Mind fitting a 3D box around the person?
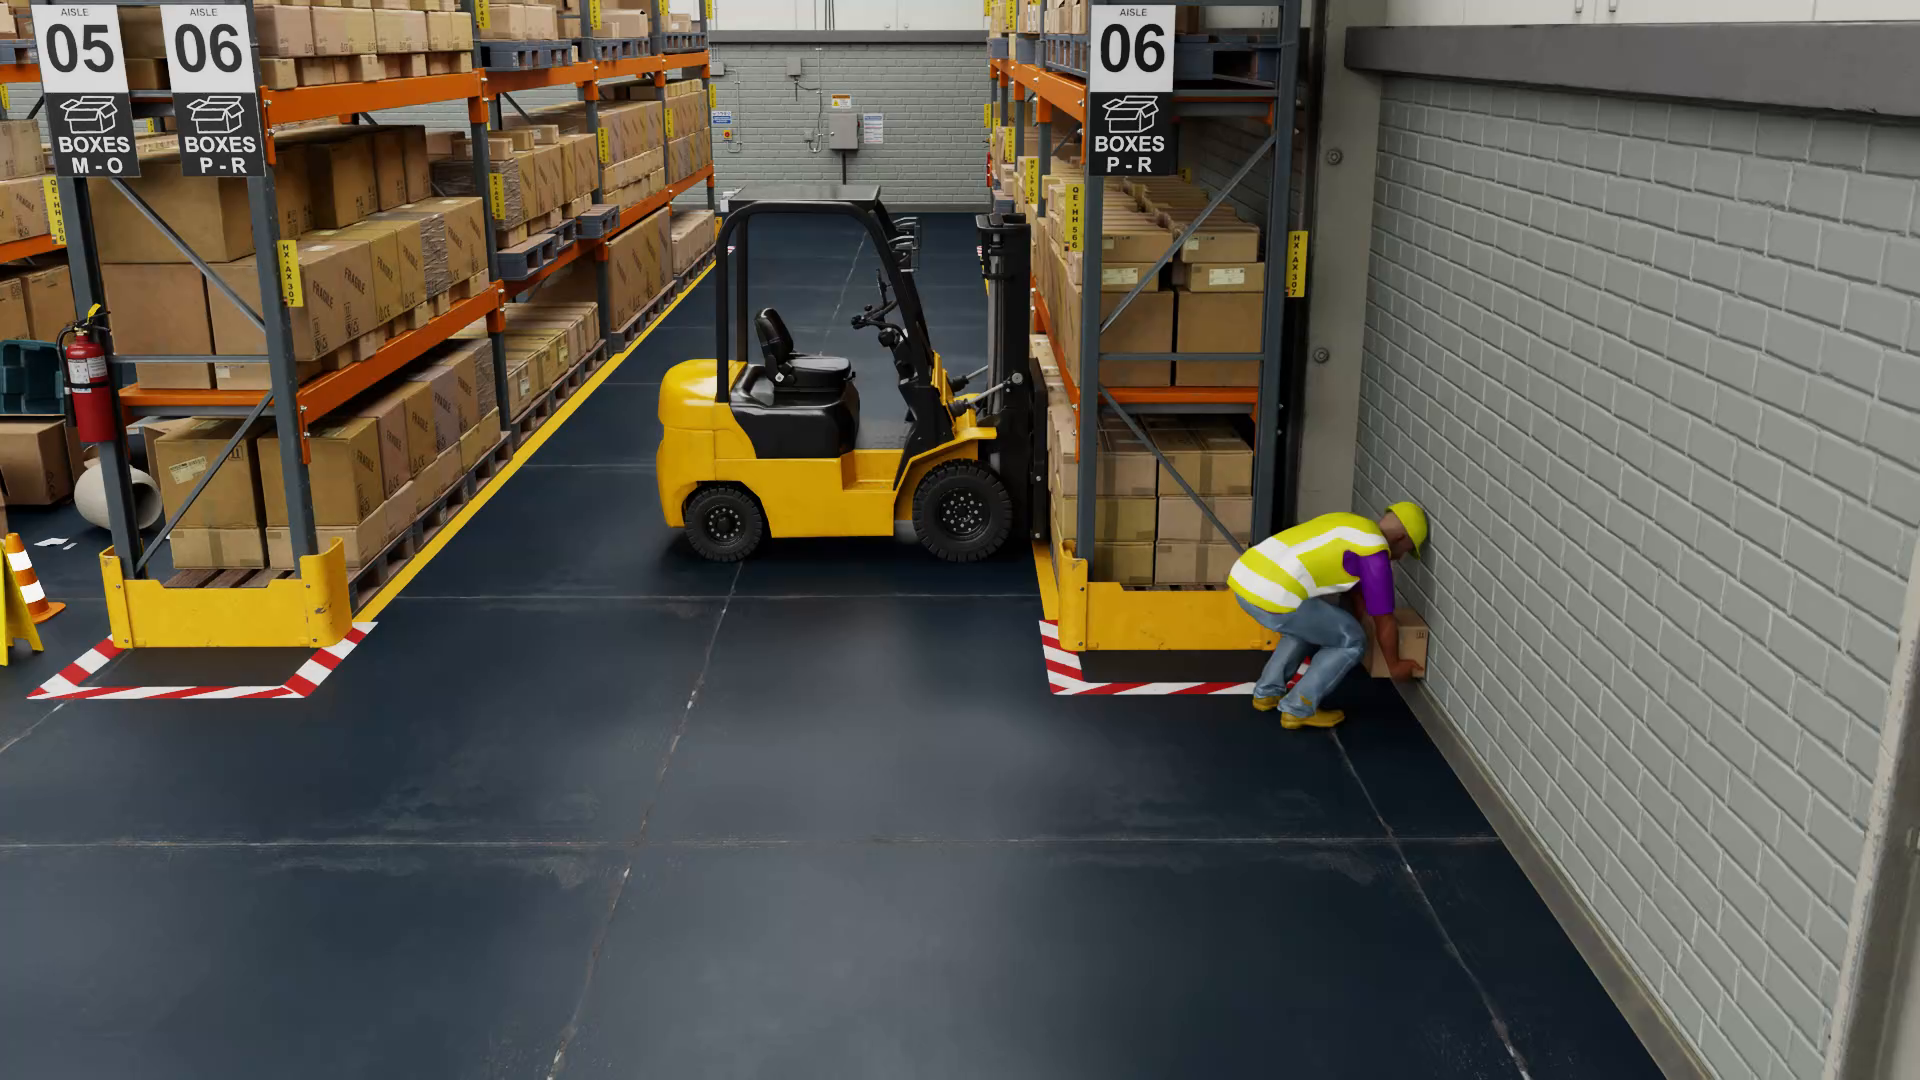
[{"bbox_3d":[1.708,0.334,7.719,0.951,1.005,0.523,-4,18,-14],"label":"person"}]
